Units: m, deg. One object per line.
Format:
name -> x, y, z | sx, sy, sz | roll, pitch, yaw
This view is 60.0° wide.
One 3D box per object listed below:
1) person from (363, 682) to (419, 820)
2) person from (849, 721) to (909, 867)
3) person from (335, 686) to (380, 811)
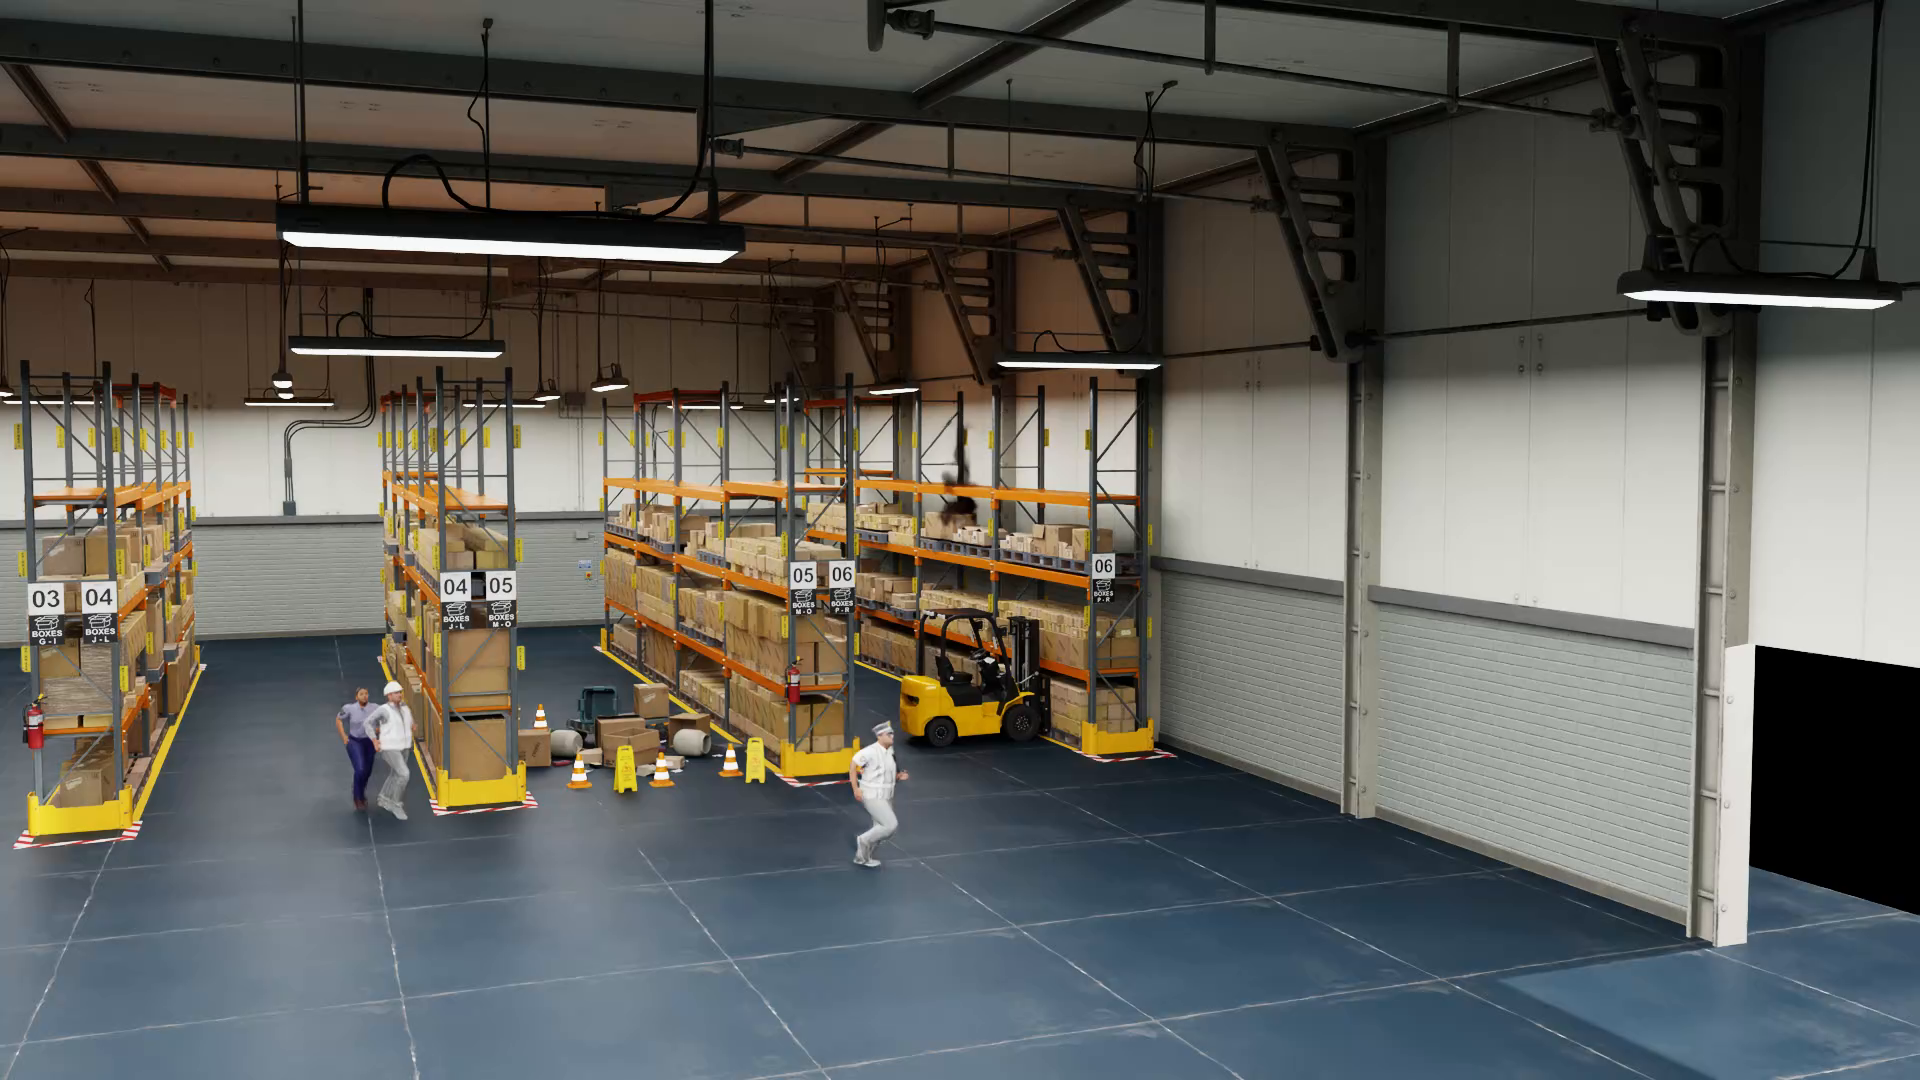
person -> -7.497, 2.794, 22.085 | 0.755, 1.825, 0.627 | 1, 4, 23
person -> -0.923, 2.962, 19.352 | 0.685, 1.716, 0.654 | 2, 4, 24
person -> -8.144, 2.836, 22.677 | 0.635, 1.714, 0.689 | -3, 4, -39
